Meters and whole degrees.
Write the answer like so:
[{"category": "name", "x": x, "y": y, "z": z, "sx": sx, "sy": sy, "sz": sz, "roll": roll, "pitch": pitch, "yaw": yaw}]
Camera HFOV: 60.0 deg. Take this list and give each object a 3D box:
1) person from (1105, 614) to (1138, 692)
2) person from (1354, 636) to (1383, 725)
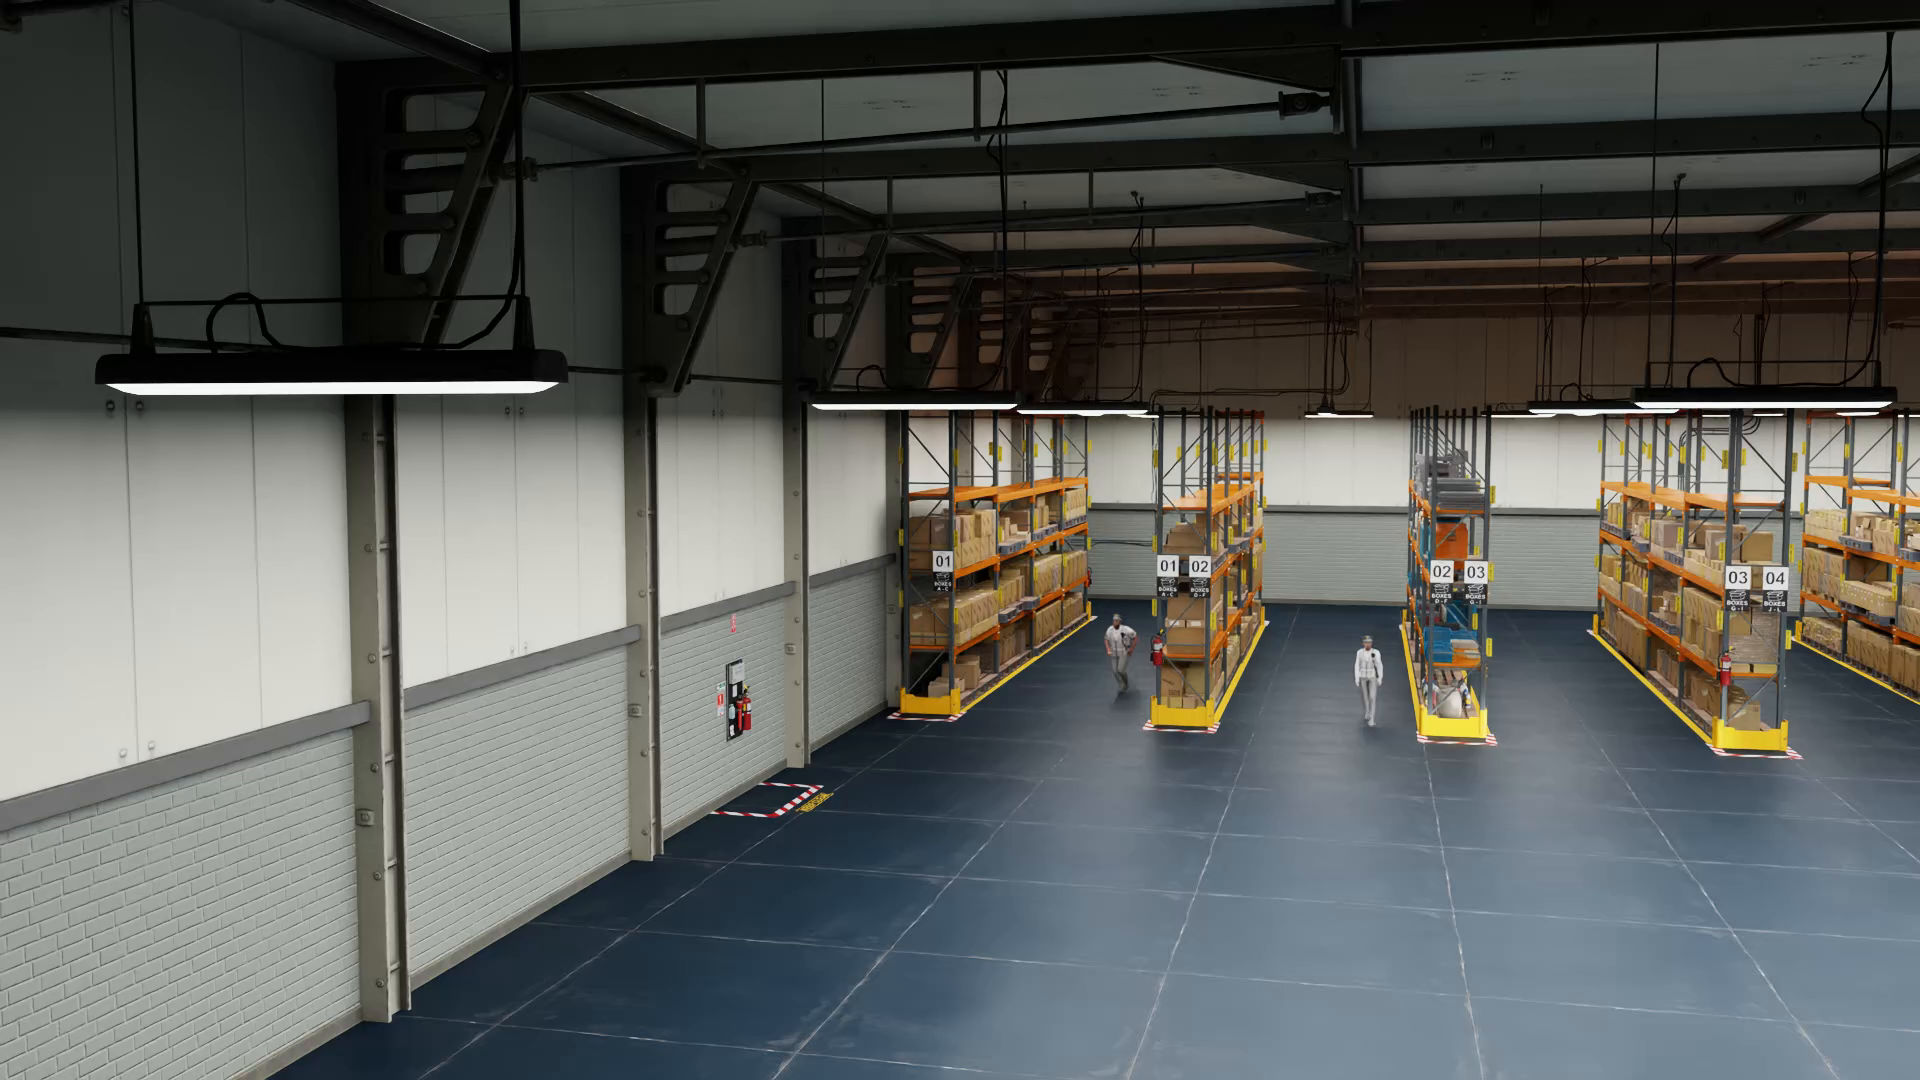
[{"category": "person", "x": 3.392, "y": 2.374, "z": 34.928, "sx": 0.712, "sy": 1.698, "sz": 0.729, "roll": 2, "pitch": 4, "yaw": 24}, {"category": "person", "x": 7.714, "y": 2.621, "z": 31.495, "sx": 0.501, "sy": 1.637, "sz": 0.870, "roll": 2, "pitch": 5, "yaw": 28}]
